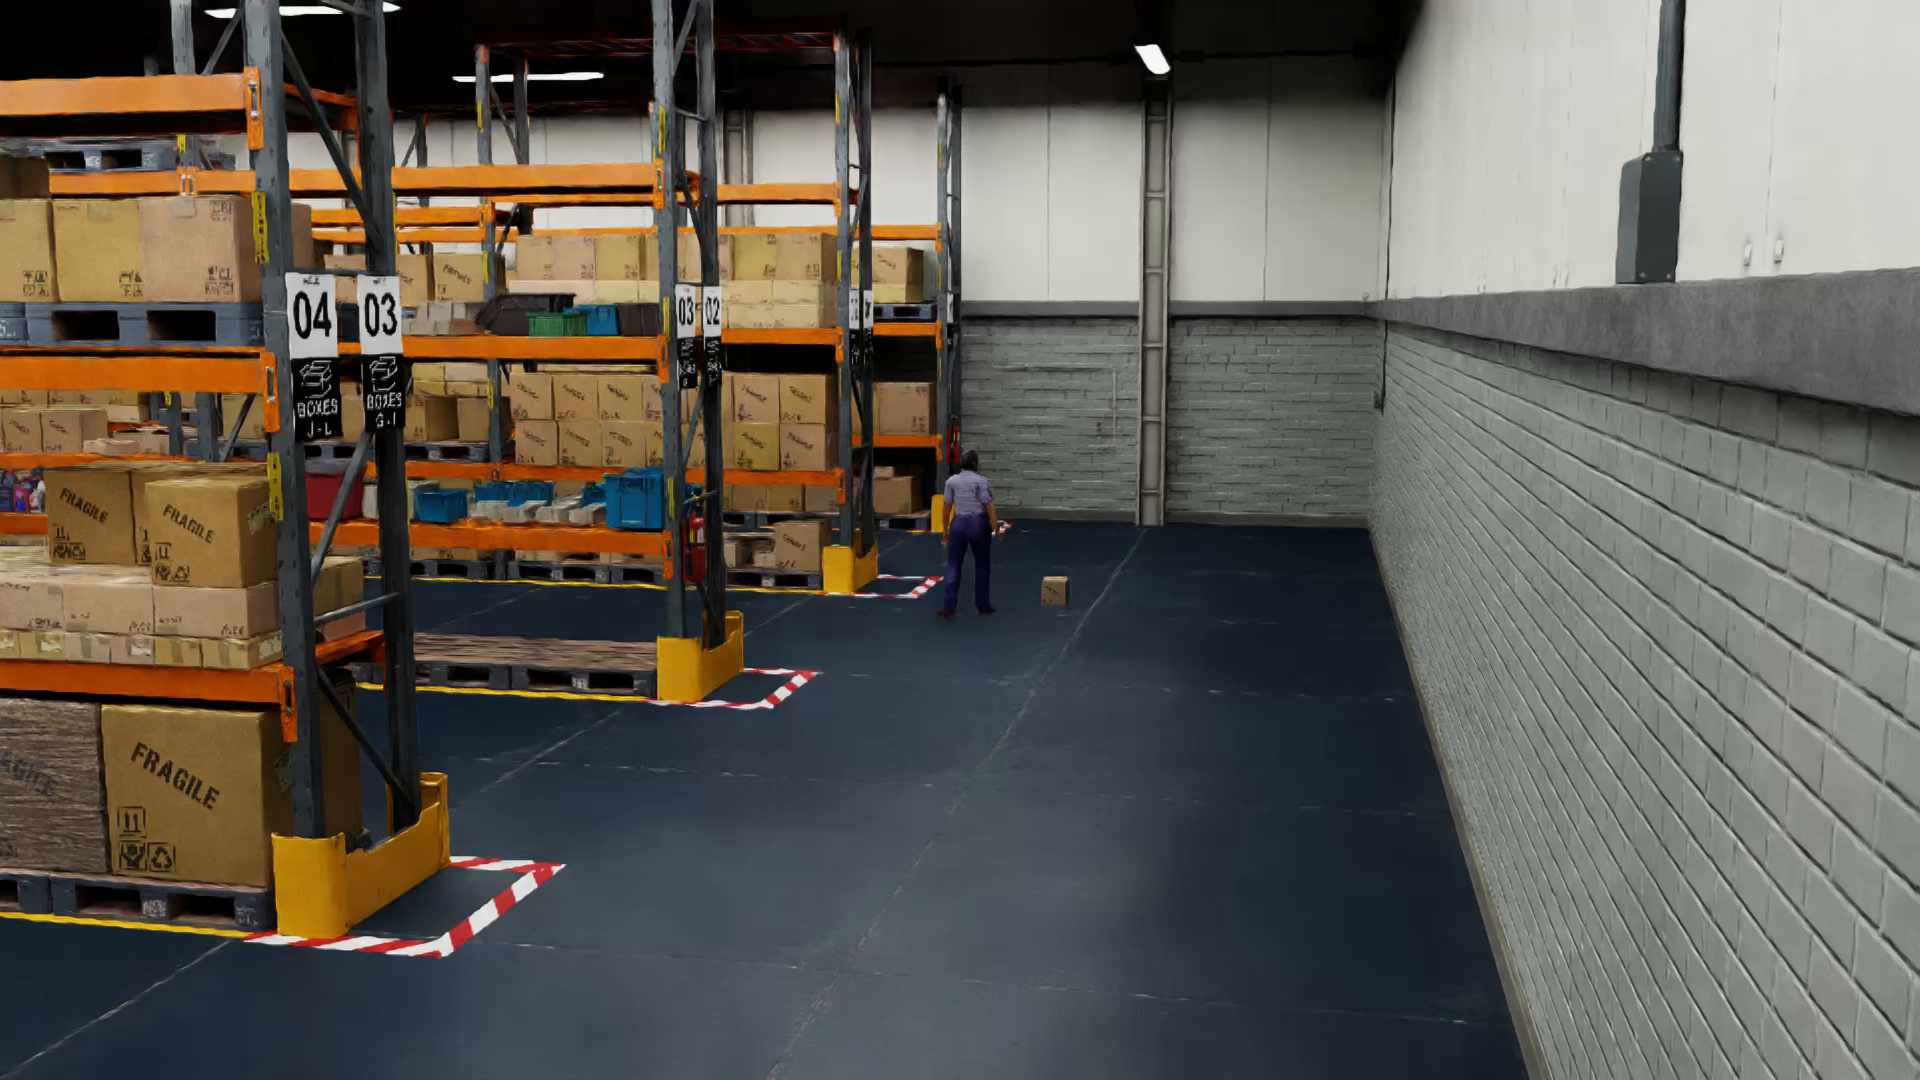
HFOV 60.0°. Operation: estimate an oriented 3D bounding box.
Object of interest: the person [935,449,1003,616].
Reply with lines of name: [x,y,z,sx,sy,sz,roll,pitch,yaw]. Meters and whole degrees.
person: [0.105,-0.075,16.298,0.664,1.638,0.566,3,8,18]
